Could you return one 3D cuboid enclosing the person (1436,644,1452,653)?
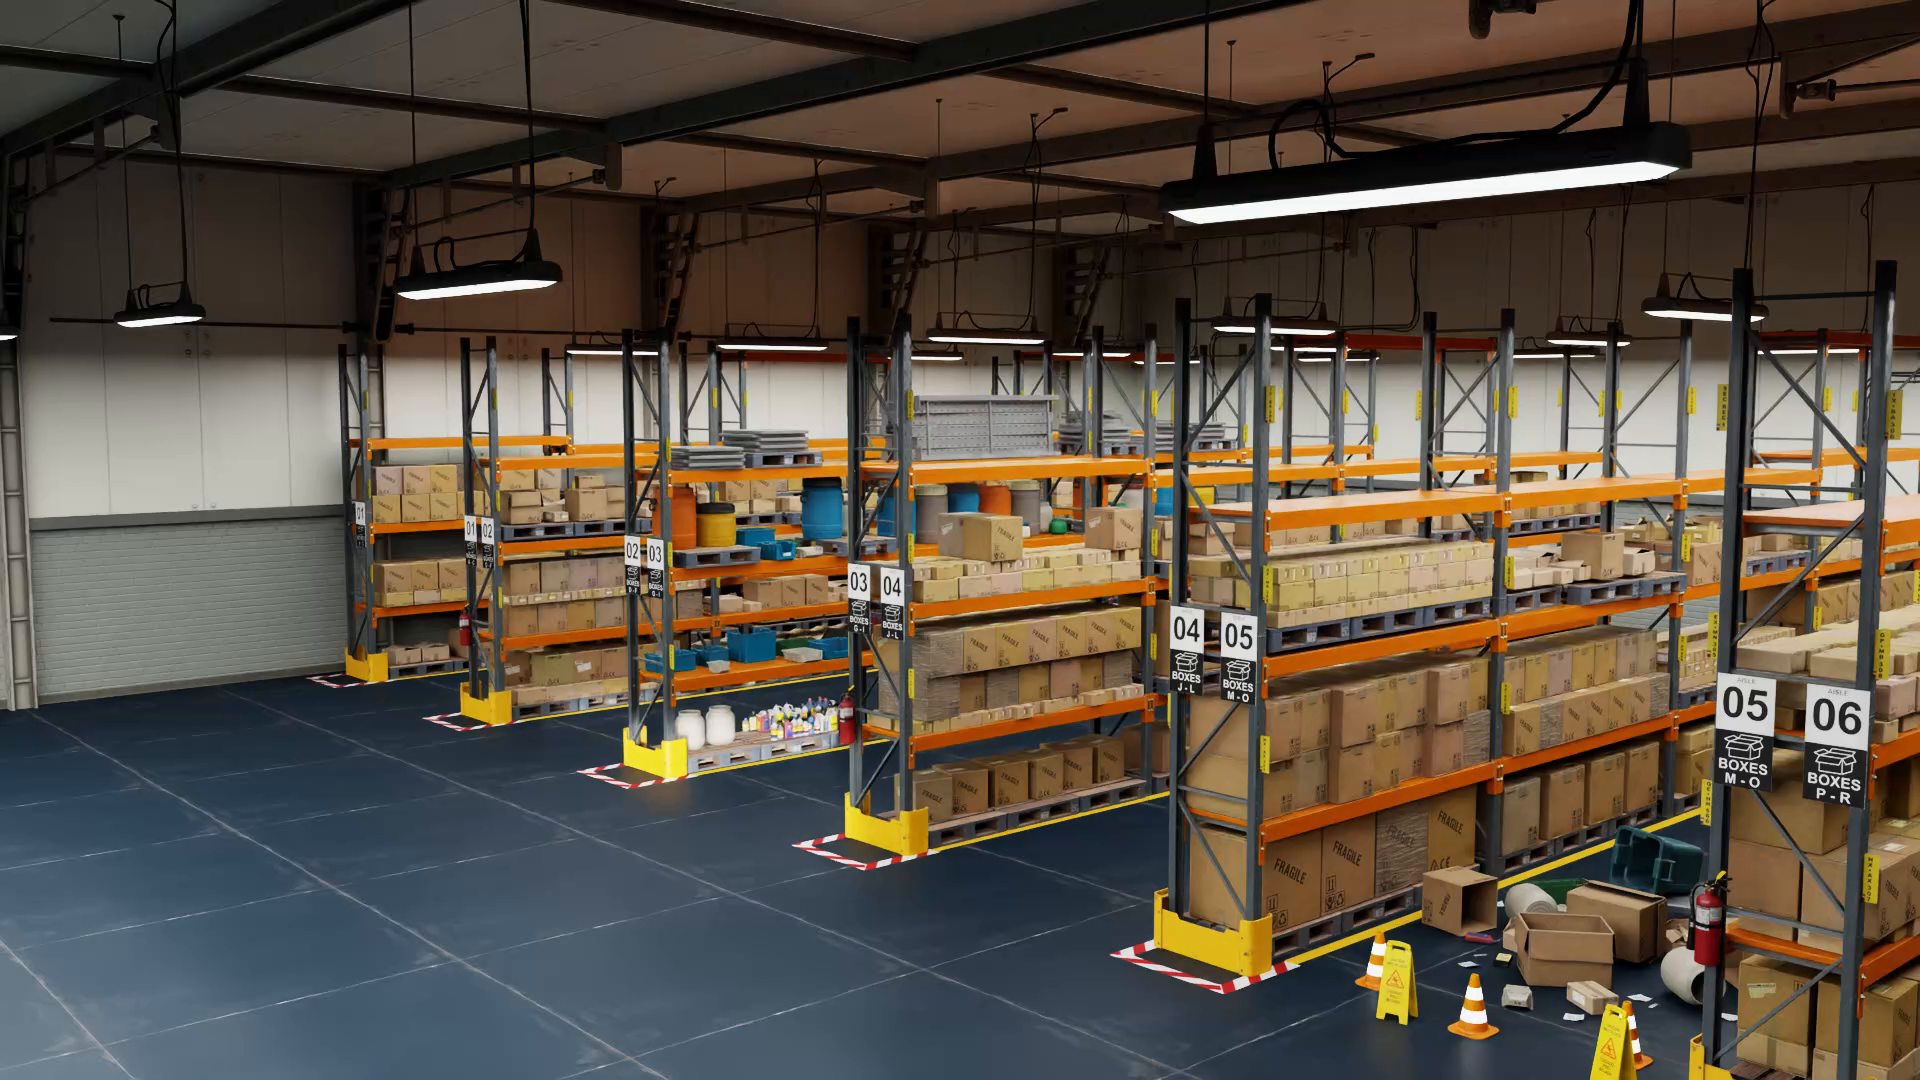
[{"bbox_3d":[6.806,2.260,23.518,0.449,1.617,0.467,-4,7,-41],"label":"person"}]
